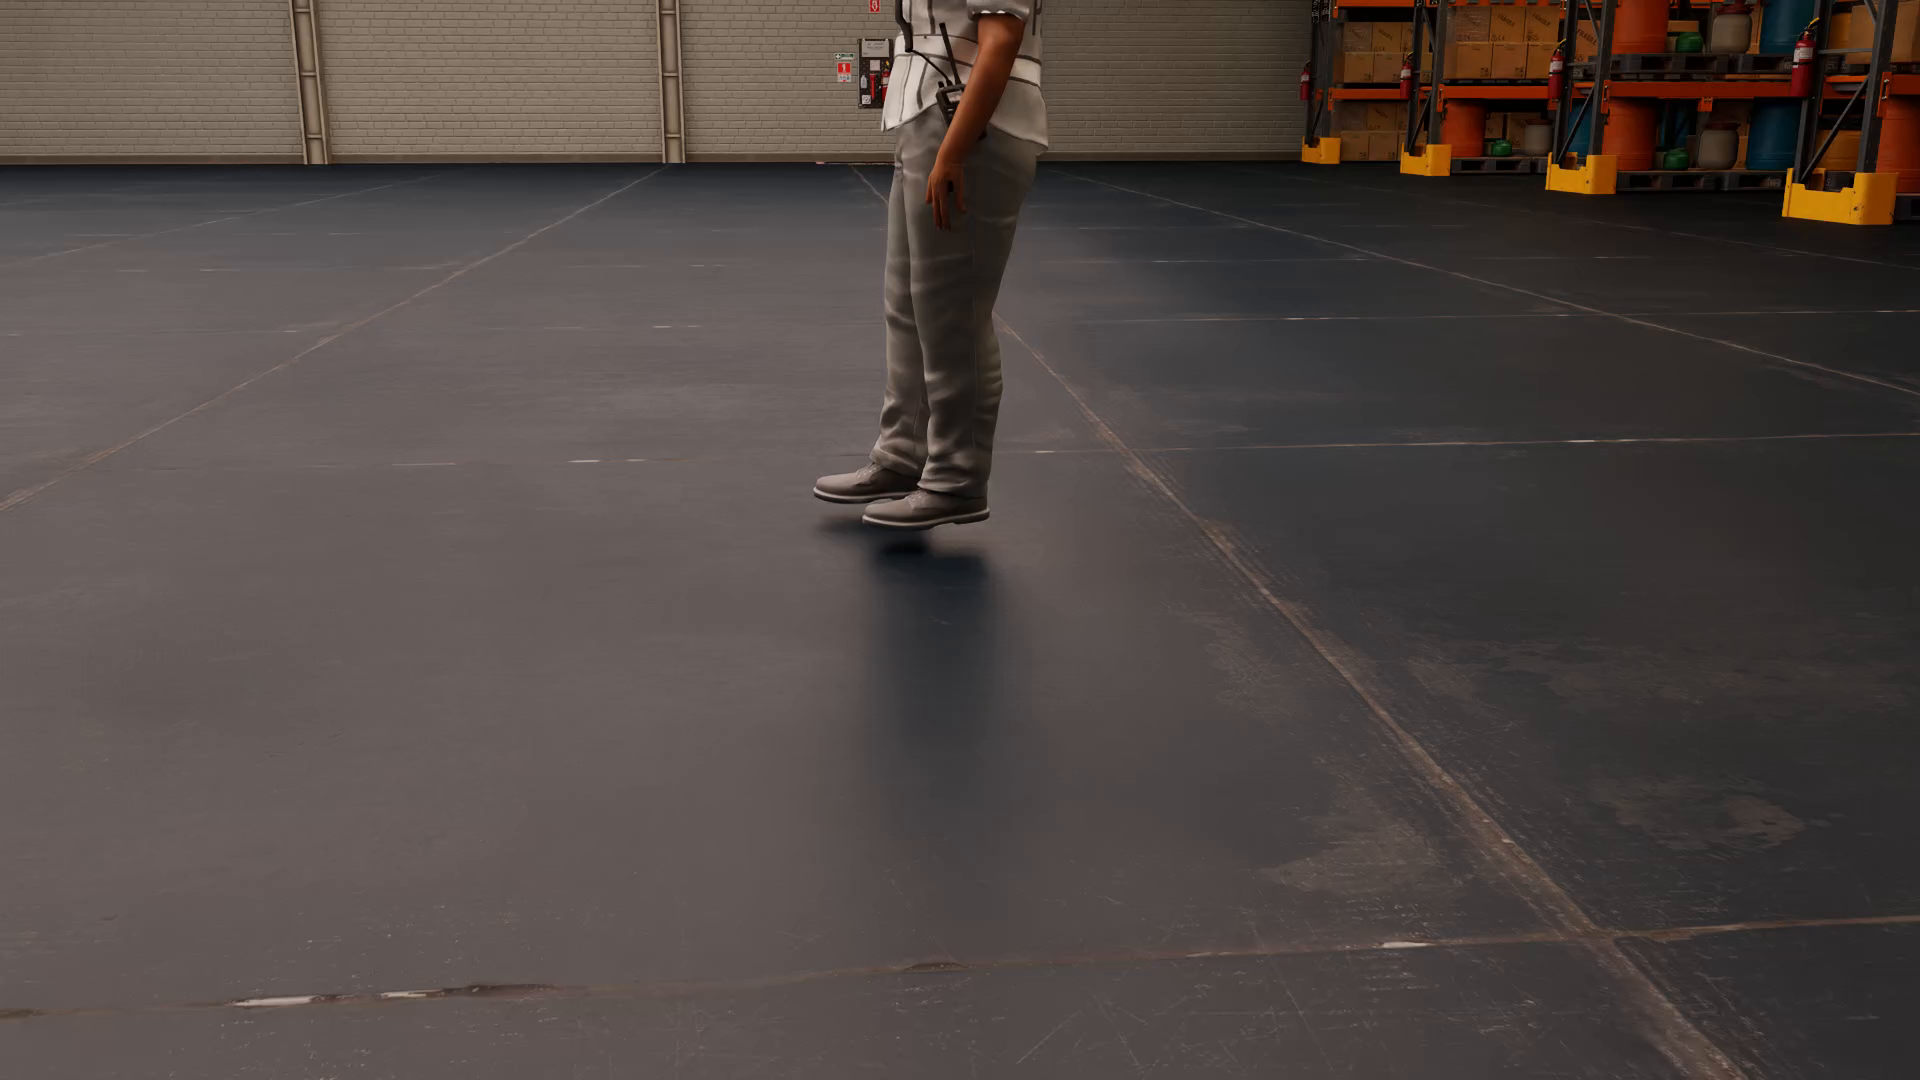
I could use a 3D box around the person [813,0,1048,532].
[{"bbox_3d":[-0.078,-0.855,3.726,0.529,1.670,0.598,-1,15,-5],"label":"person"}]
